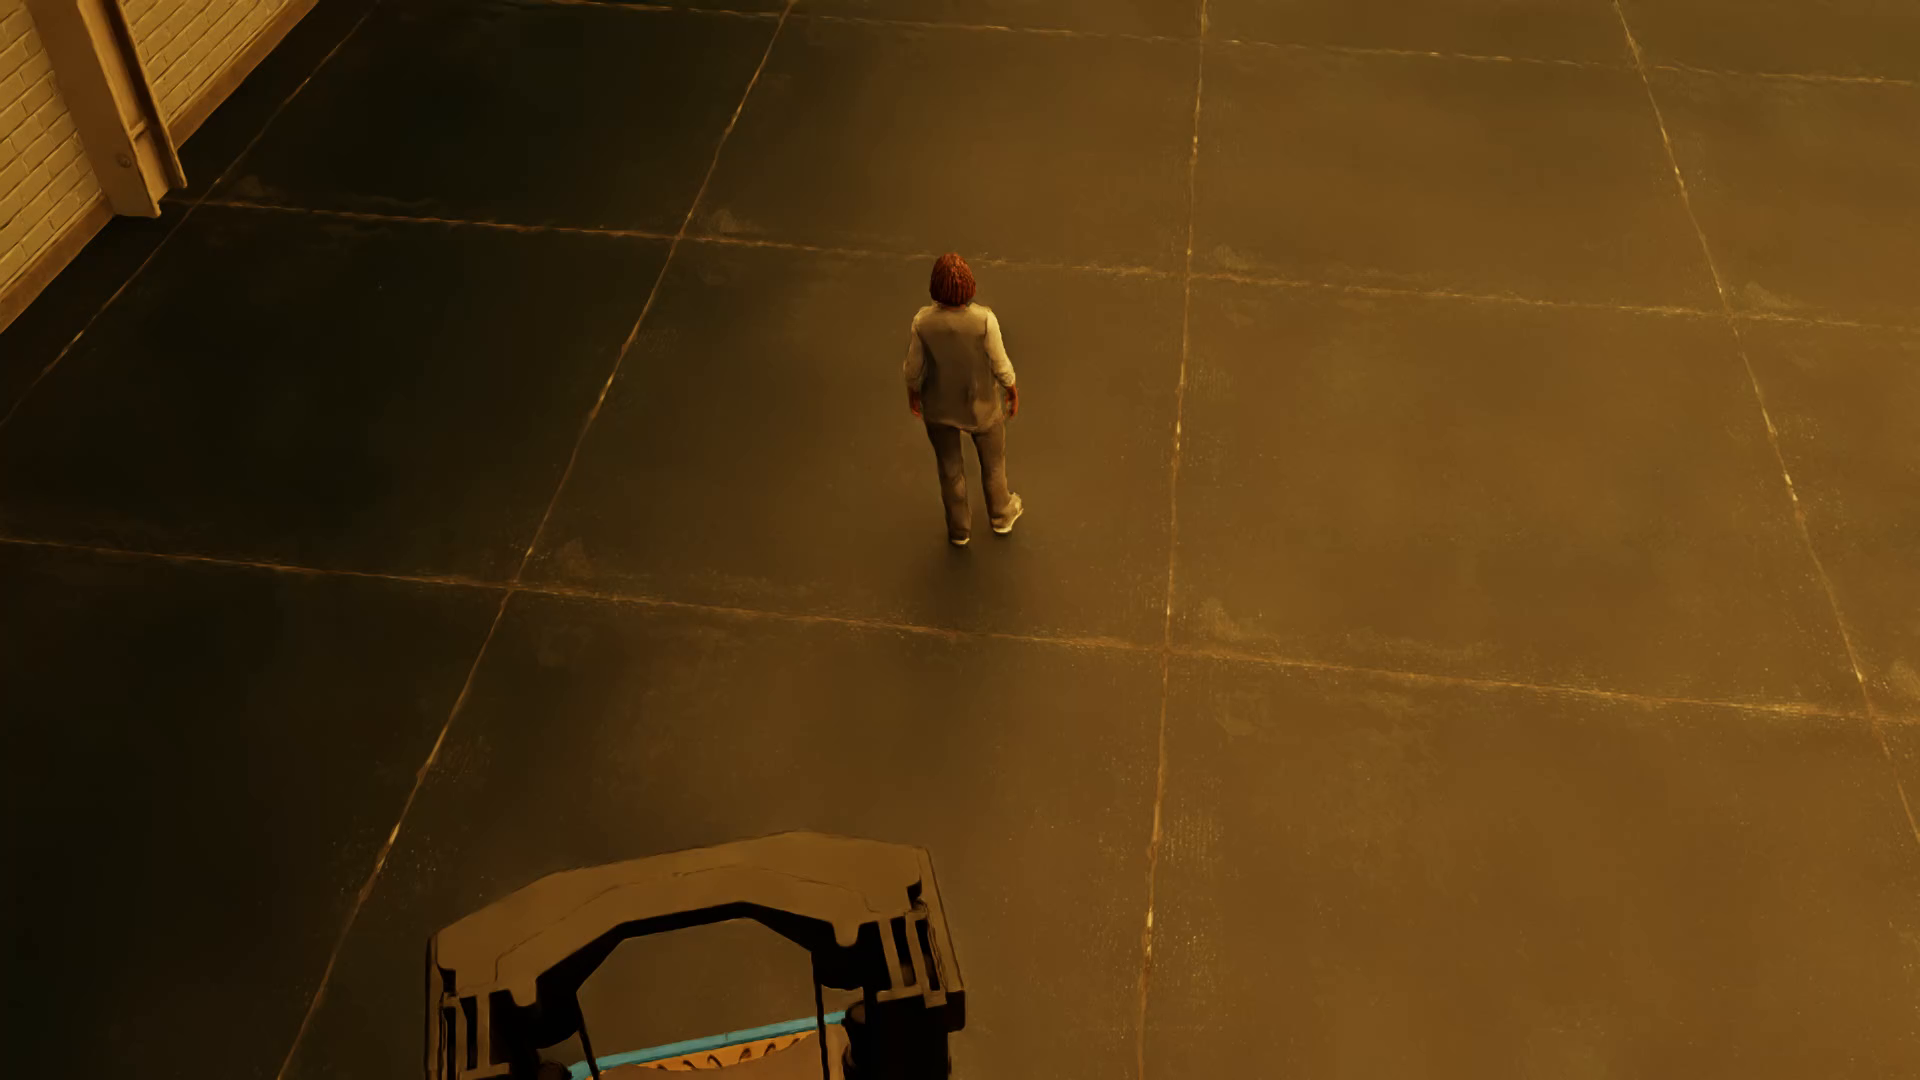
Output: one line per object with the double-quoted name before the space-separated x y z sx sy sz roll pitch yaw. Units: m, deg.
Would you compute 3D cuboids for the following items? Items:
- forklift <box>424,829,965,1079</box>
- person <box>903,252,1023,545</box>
"forklift" -0.354 2.102 3.436 1.130 2.935 3.031 -8 43 -9
"person" 0.023 -0.642 7.399 0.521 1.597 0.474 5 43 6
